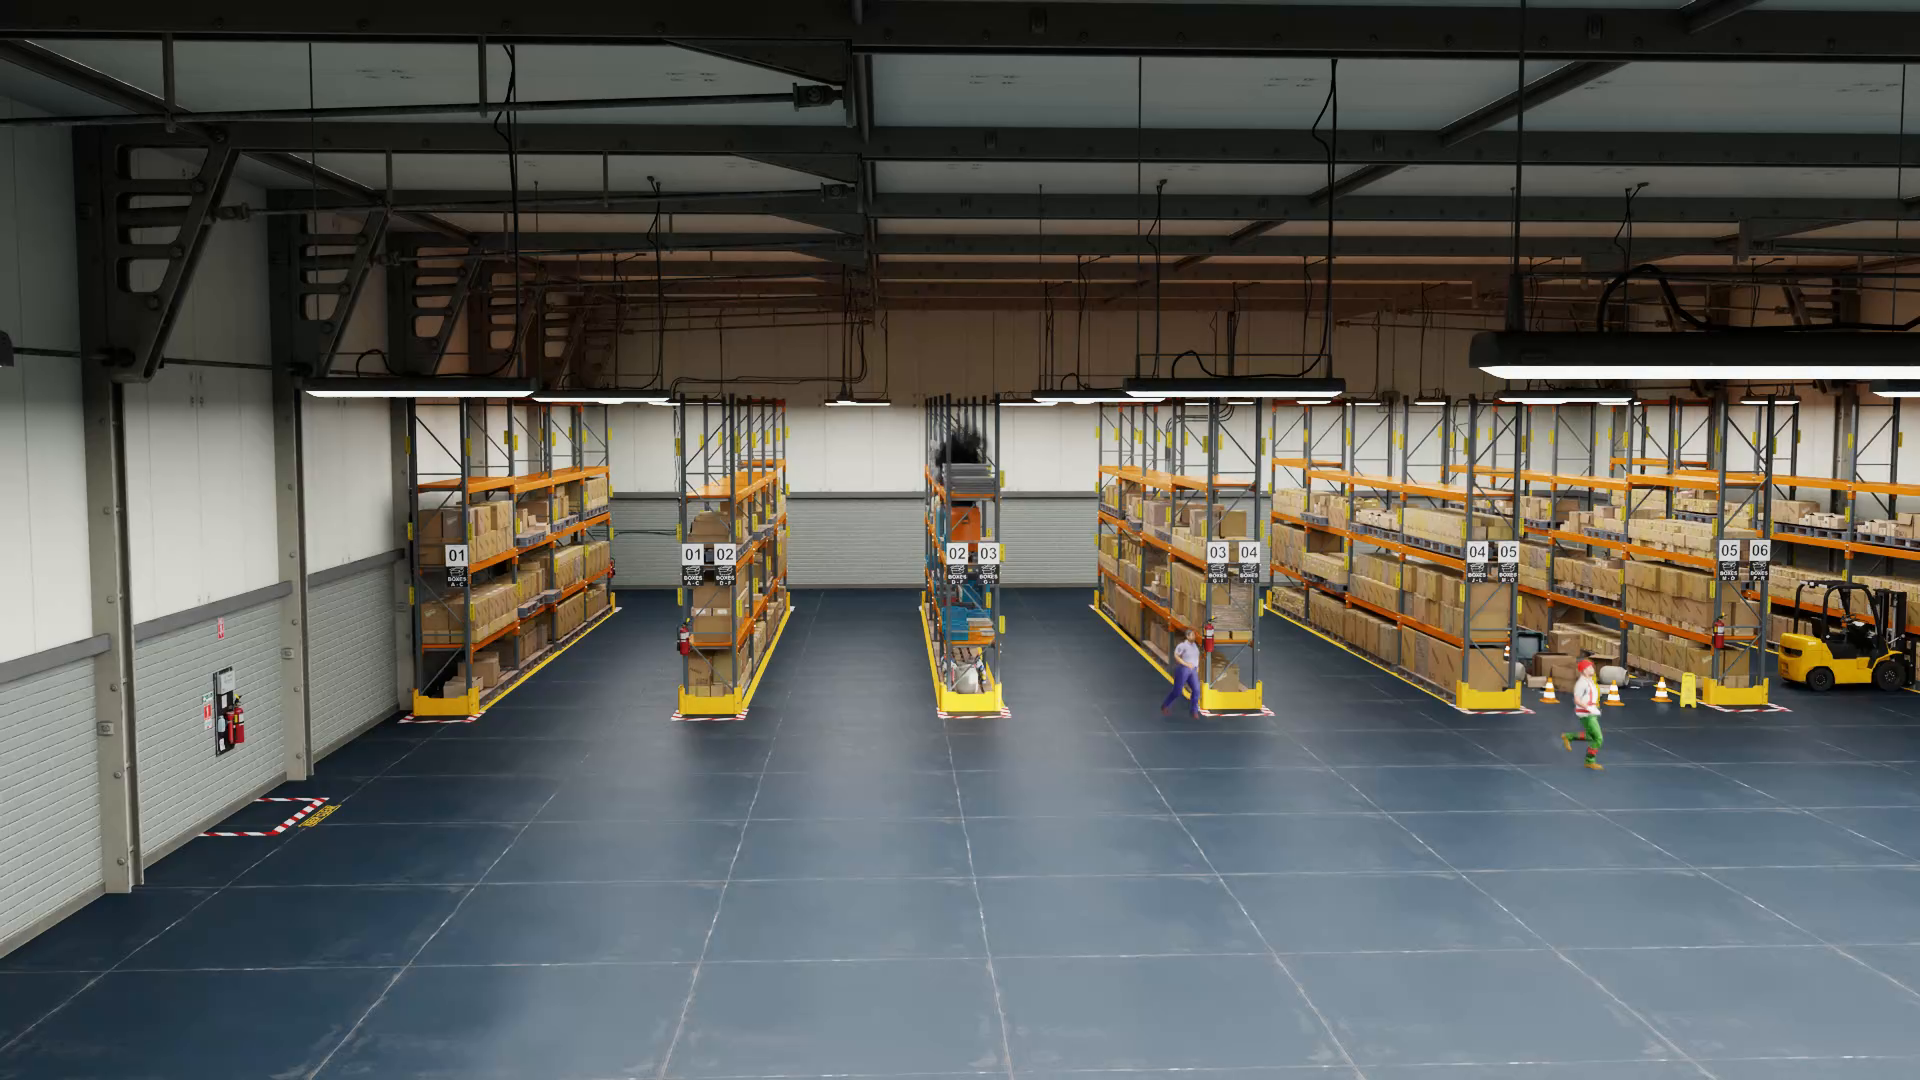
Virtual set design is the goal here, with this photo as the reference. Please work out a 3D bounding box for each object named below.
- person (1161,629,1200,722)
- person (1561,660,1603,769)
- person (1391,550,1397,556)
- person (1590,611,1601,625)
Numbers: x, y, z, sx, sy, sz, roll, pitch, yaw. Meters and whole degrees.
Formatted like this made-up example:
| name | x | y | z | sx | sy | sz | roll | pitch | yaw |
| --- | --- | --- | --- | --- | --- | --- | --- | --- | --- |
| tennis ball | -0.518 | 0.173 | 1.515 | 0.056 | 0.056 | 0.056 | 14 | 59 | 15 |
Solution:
| name | x | y | z | sx | sy | sz | roll | pitch | yaw |
| --- | --- | --- | --- | --- | --- | --- | --- | --- | --- |
| person | 4.209 | 2.483 | 30.805 | 0.695 | 1.665 | 0.846 | -3 | 6 | -36 |
| person | 9.949 | 2.772 | 26.567 | 0.675 | 1.725 | 0.676 | 3 | 5 | 31 |
| person | 12.894 | 1.006 | 49.314 | 0.749 | 1.714 | 0.598 | 0 | 5 | 3 |
| person | 16.121 | 1.487 | 42.309 | 0.704 | 1.714 | 1.049 | 0 | 5 | -4 |
